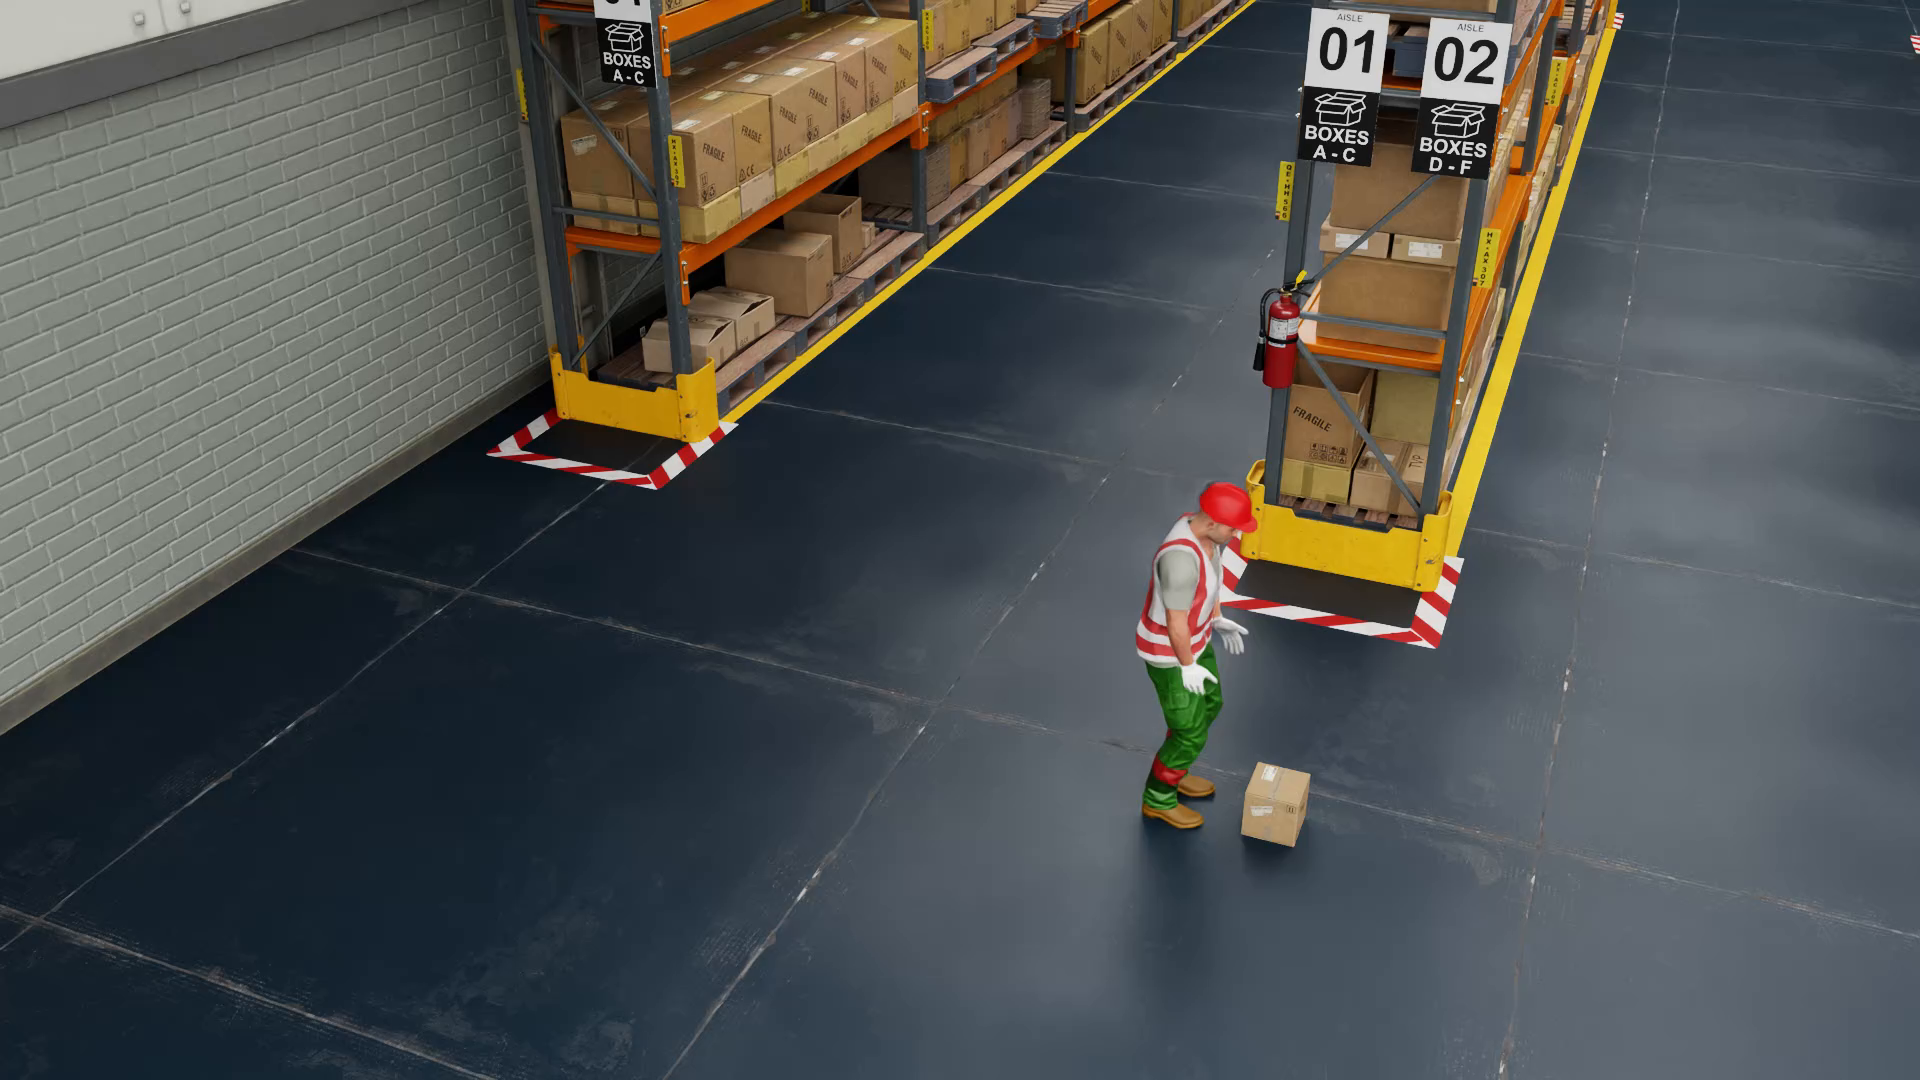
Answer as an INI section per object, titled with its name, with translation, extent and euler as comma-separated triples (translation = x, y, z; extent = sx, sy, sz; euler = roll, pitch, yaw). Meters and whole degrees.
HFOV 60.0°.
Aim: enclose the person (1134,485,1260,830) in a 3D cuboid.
[person]
translation = 1.061, 0.499, 7.572
extent = 0.496, 1.713, 0.551
euler = 12, 32, 20
